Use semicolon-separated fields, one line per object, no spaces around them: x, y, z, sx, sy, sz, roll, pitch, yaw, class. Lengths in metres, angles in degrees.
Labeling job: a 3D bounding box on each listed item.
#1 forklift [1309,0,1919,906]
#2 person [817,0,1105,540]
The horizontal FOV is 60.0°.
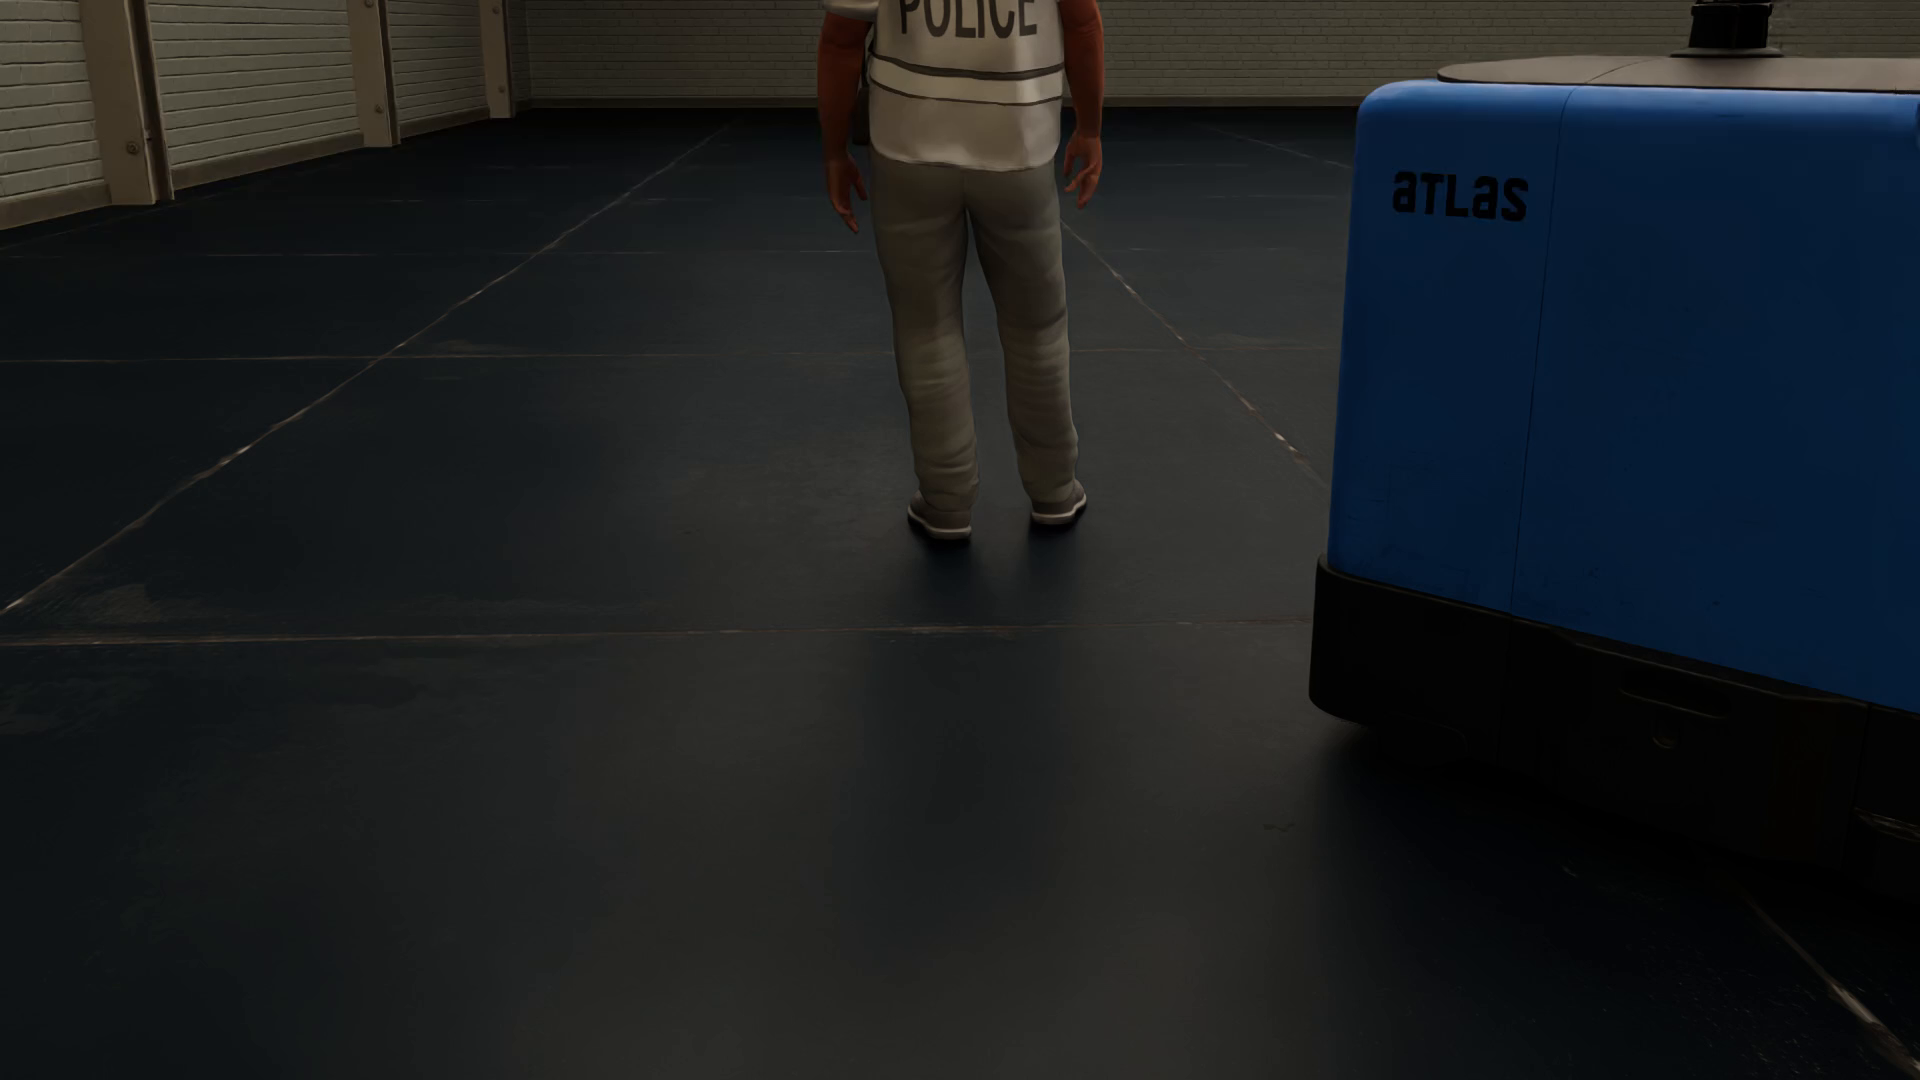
2.006;-0.871;1.755;3.031;2.935;1.130;15;23;41;forklift
0.008;-0.882;3.730;0.640;1.781;0.575;-1;17;-3;person
